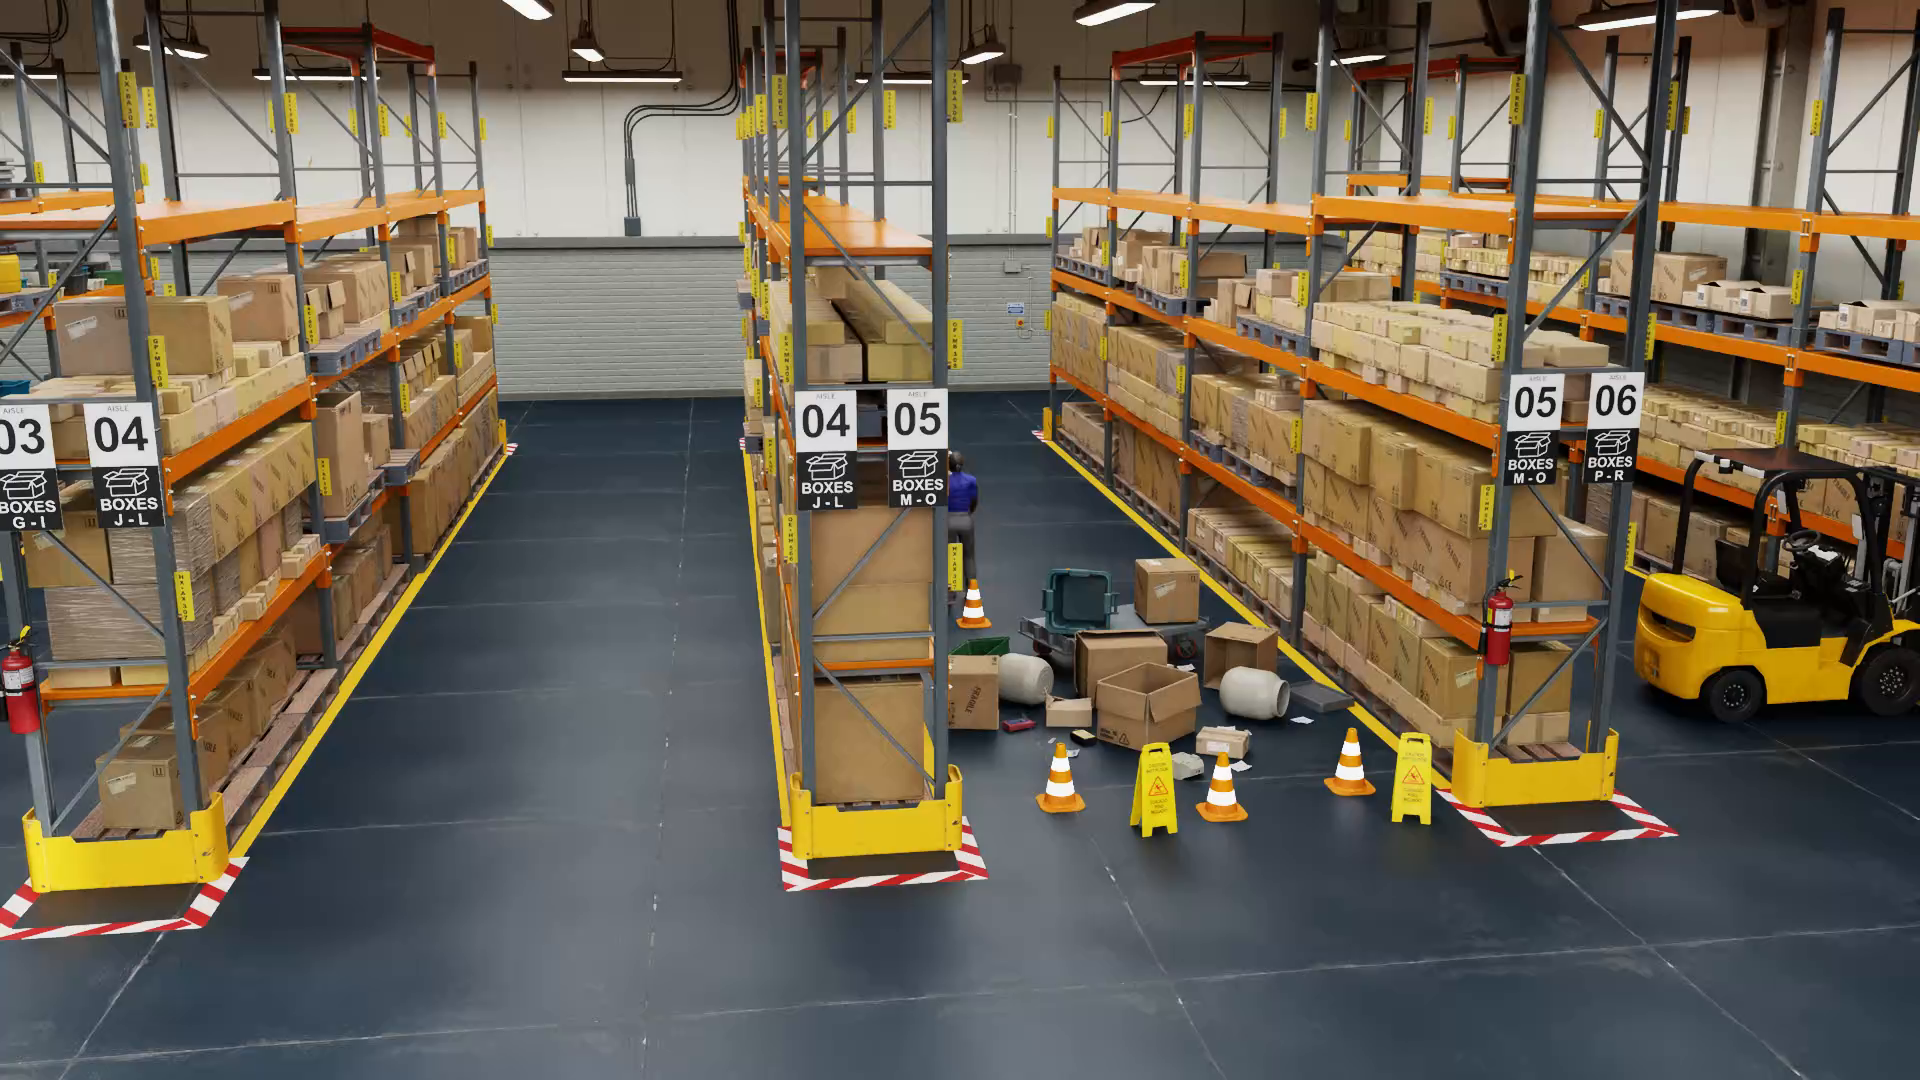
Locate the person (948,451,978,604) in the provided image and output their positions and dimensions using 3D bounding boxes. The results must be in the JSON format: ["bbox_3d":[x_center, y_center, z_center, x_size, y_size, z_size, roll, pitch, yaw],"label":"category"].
[{"bbox_3d":[-0.048,-0.149,17.628,0.494,1.658,0.449,-2,13,-8],"label":"person"}]
